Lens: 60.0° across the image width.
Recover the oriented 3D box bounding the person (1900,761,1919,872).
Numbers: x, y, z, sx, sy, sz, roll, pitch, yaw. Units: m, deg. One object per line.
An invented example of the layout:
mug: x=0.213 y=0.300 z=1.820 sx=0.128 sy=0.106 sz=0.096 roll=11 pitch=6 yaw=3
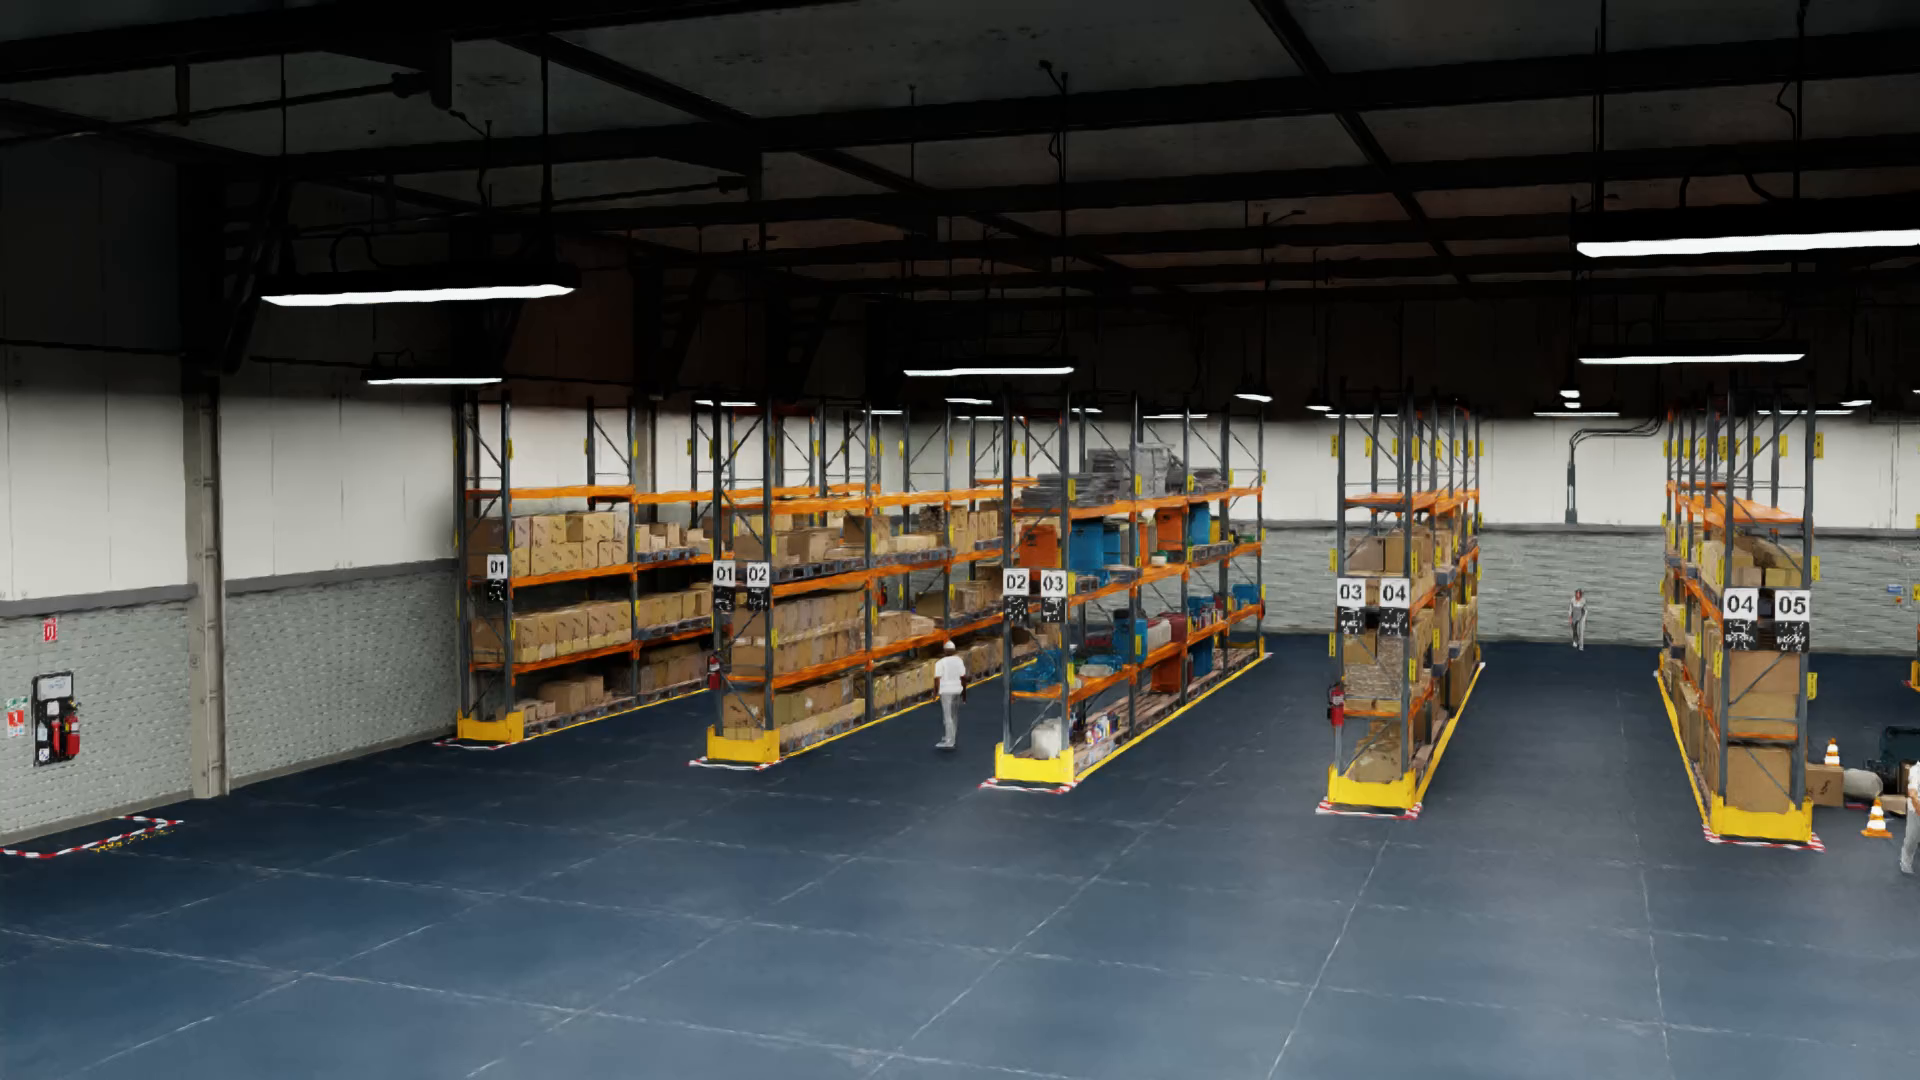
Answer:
person: x=11.198 y=3.125 z=19.213 sx=0.490 sy=1.587 sz=0.999 roll=1 pitch=3 yaw=11

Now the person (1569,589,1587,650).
person: x=15.346 y=1.954 z=41.328 sx=0.417 sy=1.517 sz=1.037 roll=1 pitch=3 yaw=23

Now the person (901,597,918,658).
person: x=-1.140 y=2.101 z=38.324 sx=0.592 sy=1.598 sz=0.518 roll=1 pitch=3 yaw=18

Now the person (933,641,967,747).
person: x=-0.191 y=2.563 z=27.981 sx=0.673 sy=1.763 sz=0.572 roll=-3 pitch=4 yaw=-40
